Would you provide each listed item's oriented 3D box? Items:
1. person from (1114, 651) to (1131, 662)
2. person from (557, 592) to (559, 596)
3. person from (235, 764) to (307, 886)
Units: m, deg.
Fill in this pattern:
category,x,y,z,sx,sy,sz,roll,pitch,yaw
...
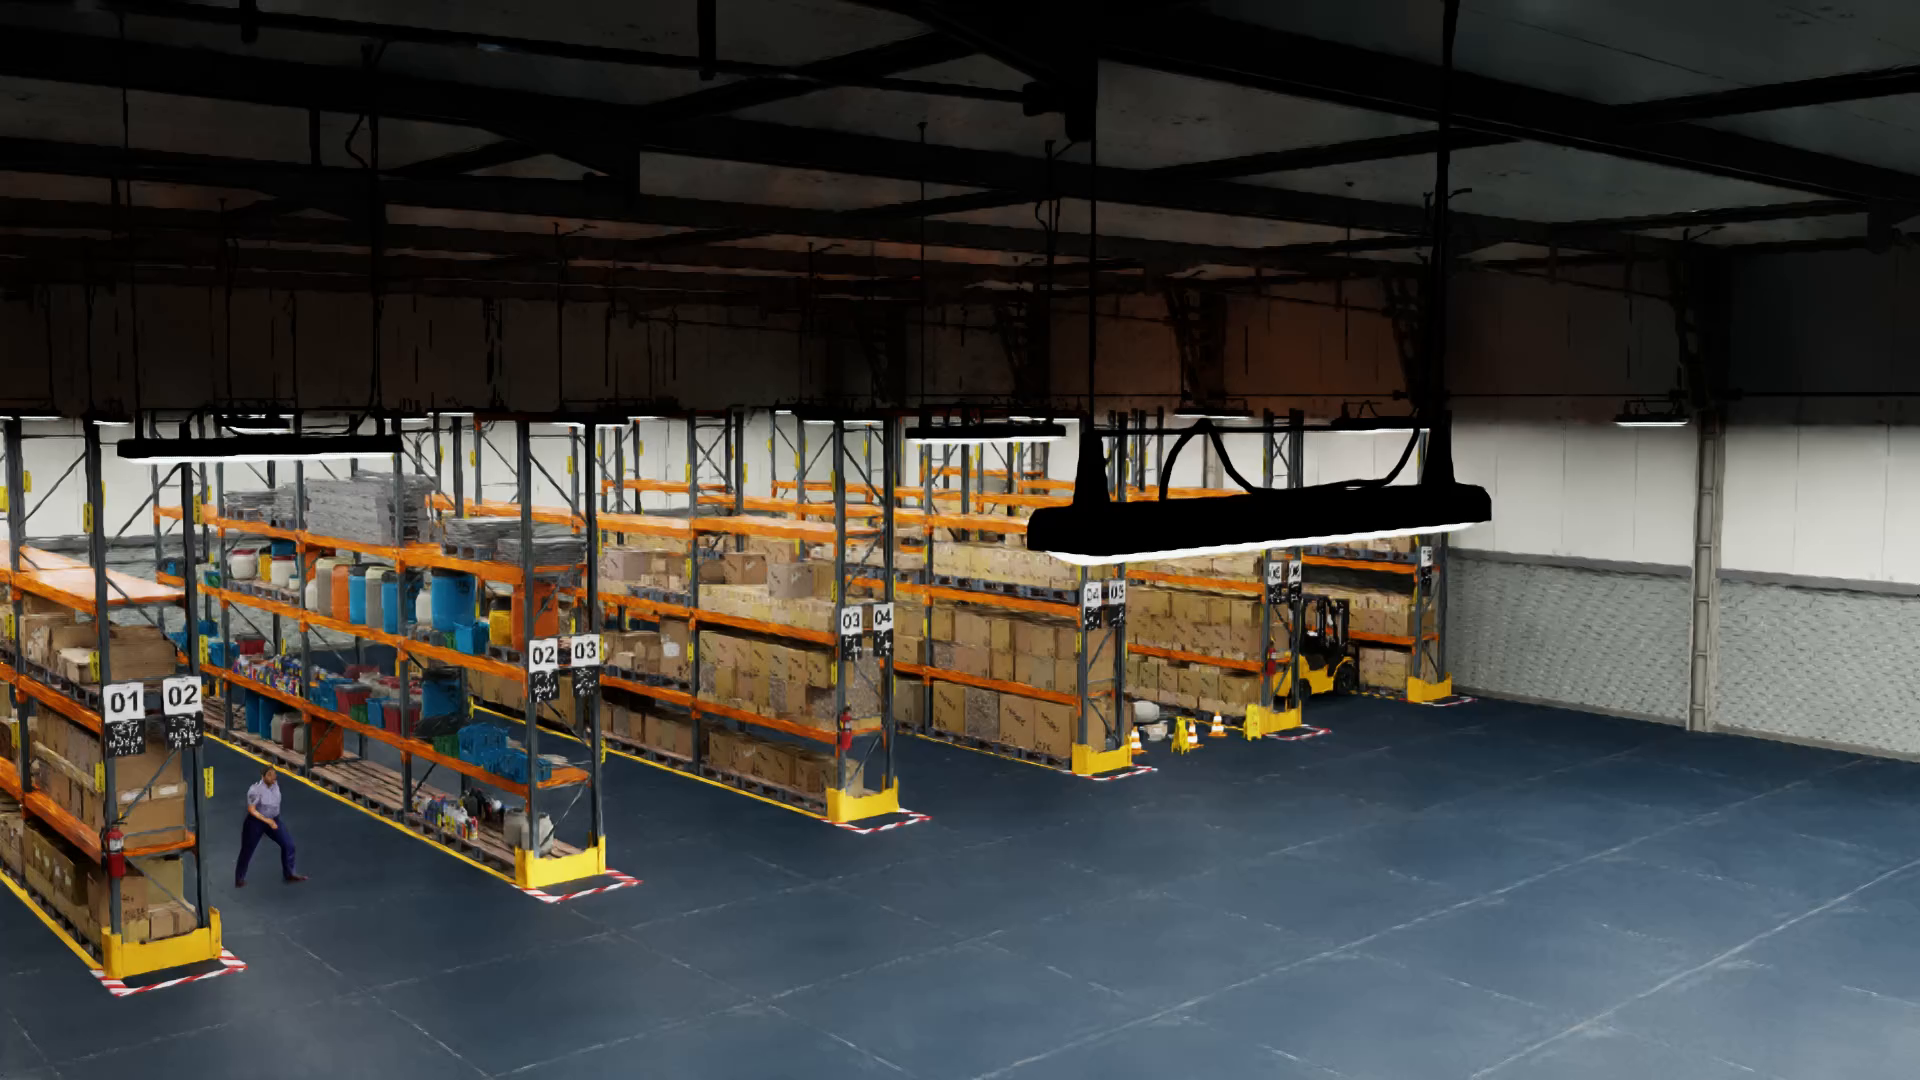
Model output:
category,x,y,z,sx,sy,sz,roll,pitch,yaw
person,3.719,2.009,39.019,0.586,1.768,0.639,-2,5,-17
person,-9.566,2.023,39.221,0.598,1.698,1.194,-4,6,-39
person,-8.965,3.650,21.454,0.796,1.582,0.656,3,6,29
